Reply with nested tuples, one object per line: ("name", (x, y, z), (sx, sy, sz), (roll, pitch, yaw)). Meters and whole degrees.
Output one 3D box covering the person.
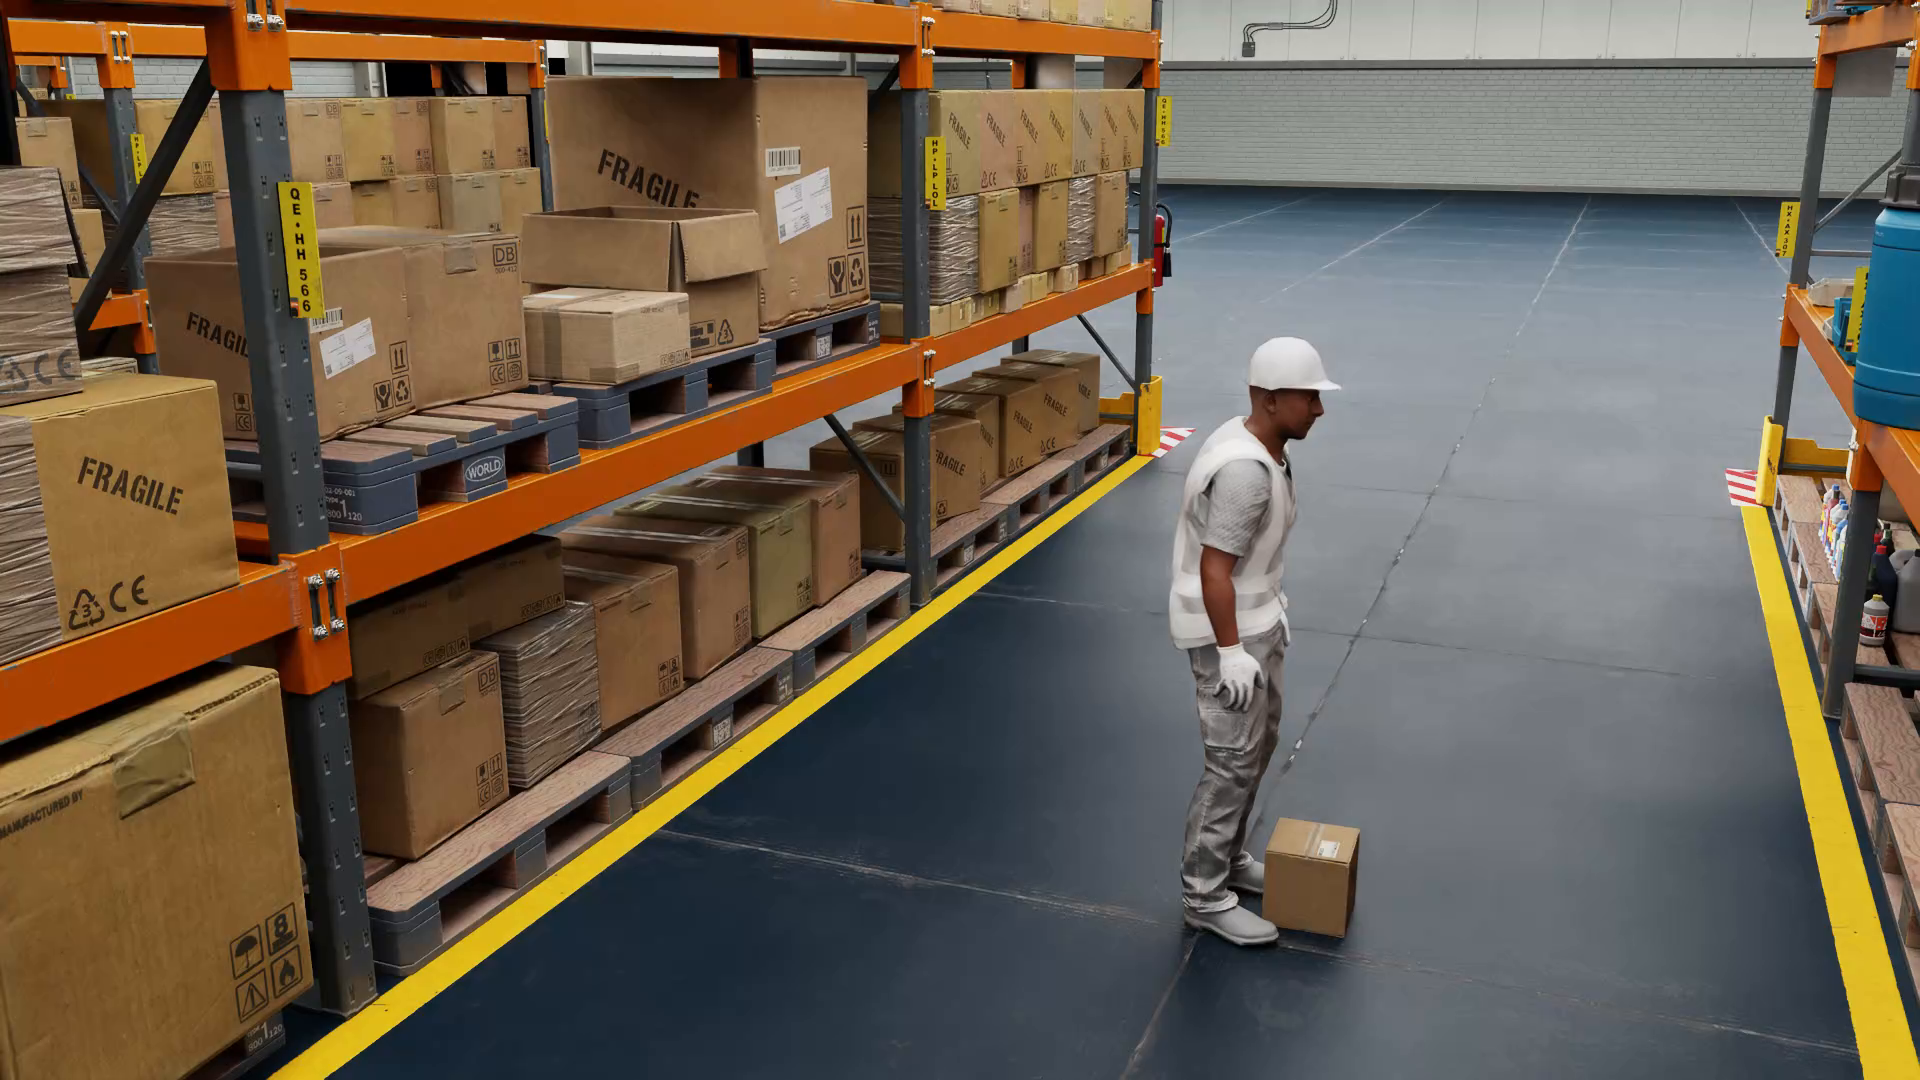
("person", (0.862, 0.280, 4.973), (0.453, 1.774, 0.622), (6, 16, 20))
